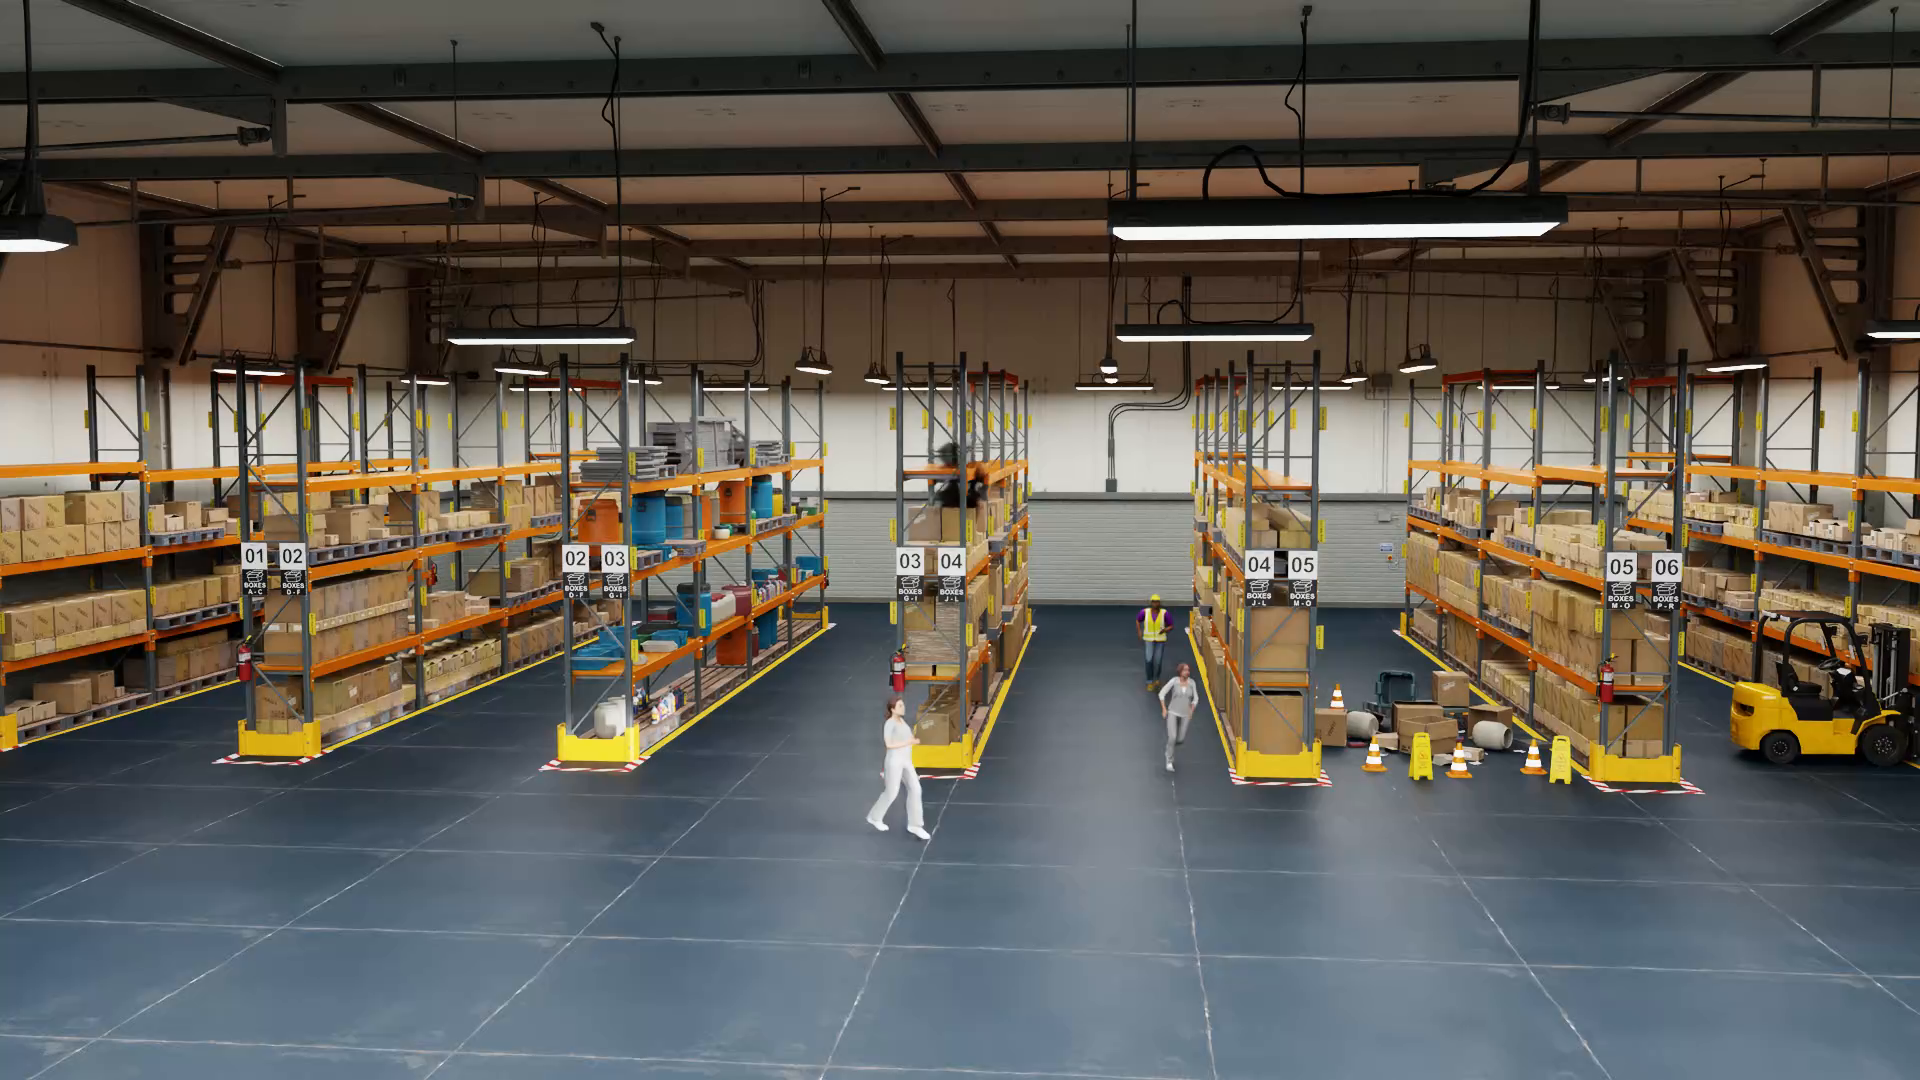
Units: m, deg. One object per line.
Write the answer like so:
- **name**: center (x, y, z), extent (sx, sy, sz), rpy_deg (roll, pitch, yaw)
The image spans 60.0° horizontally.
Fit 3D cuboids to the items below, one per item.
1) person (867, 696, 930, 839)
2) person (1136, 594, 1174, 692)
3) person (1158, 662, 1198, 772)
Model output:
- **person**: center (-0.750, 2.725, 20.013), extent (0.831, 1.701, 0.559), rpy_deg (2, 5, 31)
- **person**: center (3.639, 1.929, 31.084), extent (0.695, 1.836, 0.670), rpy_deg (0, 4, 6)
- **person**: center (3.159, 2.542, 24.075), extent (0.581, 1.566, 0.581), rpy_deg (0, 4, -5)
